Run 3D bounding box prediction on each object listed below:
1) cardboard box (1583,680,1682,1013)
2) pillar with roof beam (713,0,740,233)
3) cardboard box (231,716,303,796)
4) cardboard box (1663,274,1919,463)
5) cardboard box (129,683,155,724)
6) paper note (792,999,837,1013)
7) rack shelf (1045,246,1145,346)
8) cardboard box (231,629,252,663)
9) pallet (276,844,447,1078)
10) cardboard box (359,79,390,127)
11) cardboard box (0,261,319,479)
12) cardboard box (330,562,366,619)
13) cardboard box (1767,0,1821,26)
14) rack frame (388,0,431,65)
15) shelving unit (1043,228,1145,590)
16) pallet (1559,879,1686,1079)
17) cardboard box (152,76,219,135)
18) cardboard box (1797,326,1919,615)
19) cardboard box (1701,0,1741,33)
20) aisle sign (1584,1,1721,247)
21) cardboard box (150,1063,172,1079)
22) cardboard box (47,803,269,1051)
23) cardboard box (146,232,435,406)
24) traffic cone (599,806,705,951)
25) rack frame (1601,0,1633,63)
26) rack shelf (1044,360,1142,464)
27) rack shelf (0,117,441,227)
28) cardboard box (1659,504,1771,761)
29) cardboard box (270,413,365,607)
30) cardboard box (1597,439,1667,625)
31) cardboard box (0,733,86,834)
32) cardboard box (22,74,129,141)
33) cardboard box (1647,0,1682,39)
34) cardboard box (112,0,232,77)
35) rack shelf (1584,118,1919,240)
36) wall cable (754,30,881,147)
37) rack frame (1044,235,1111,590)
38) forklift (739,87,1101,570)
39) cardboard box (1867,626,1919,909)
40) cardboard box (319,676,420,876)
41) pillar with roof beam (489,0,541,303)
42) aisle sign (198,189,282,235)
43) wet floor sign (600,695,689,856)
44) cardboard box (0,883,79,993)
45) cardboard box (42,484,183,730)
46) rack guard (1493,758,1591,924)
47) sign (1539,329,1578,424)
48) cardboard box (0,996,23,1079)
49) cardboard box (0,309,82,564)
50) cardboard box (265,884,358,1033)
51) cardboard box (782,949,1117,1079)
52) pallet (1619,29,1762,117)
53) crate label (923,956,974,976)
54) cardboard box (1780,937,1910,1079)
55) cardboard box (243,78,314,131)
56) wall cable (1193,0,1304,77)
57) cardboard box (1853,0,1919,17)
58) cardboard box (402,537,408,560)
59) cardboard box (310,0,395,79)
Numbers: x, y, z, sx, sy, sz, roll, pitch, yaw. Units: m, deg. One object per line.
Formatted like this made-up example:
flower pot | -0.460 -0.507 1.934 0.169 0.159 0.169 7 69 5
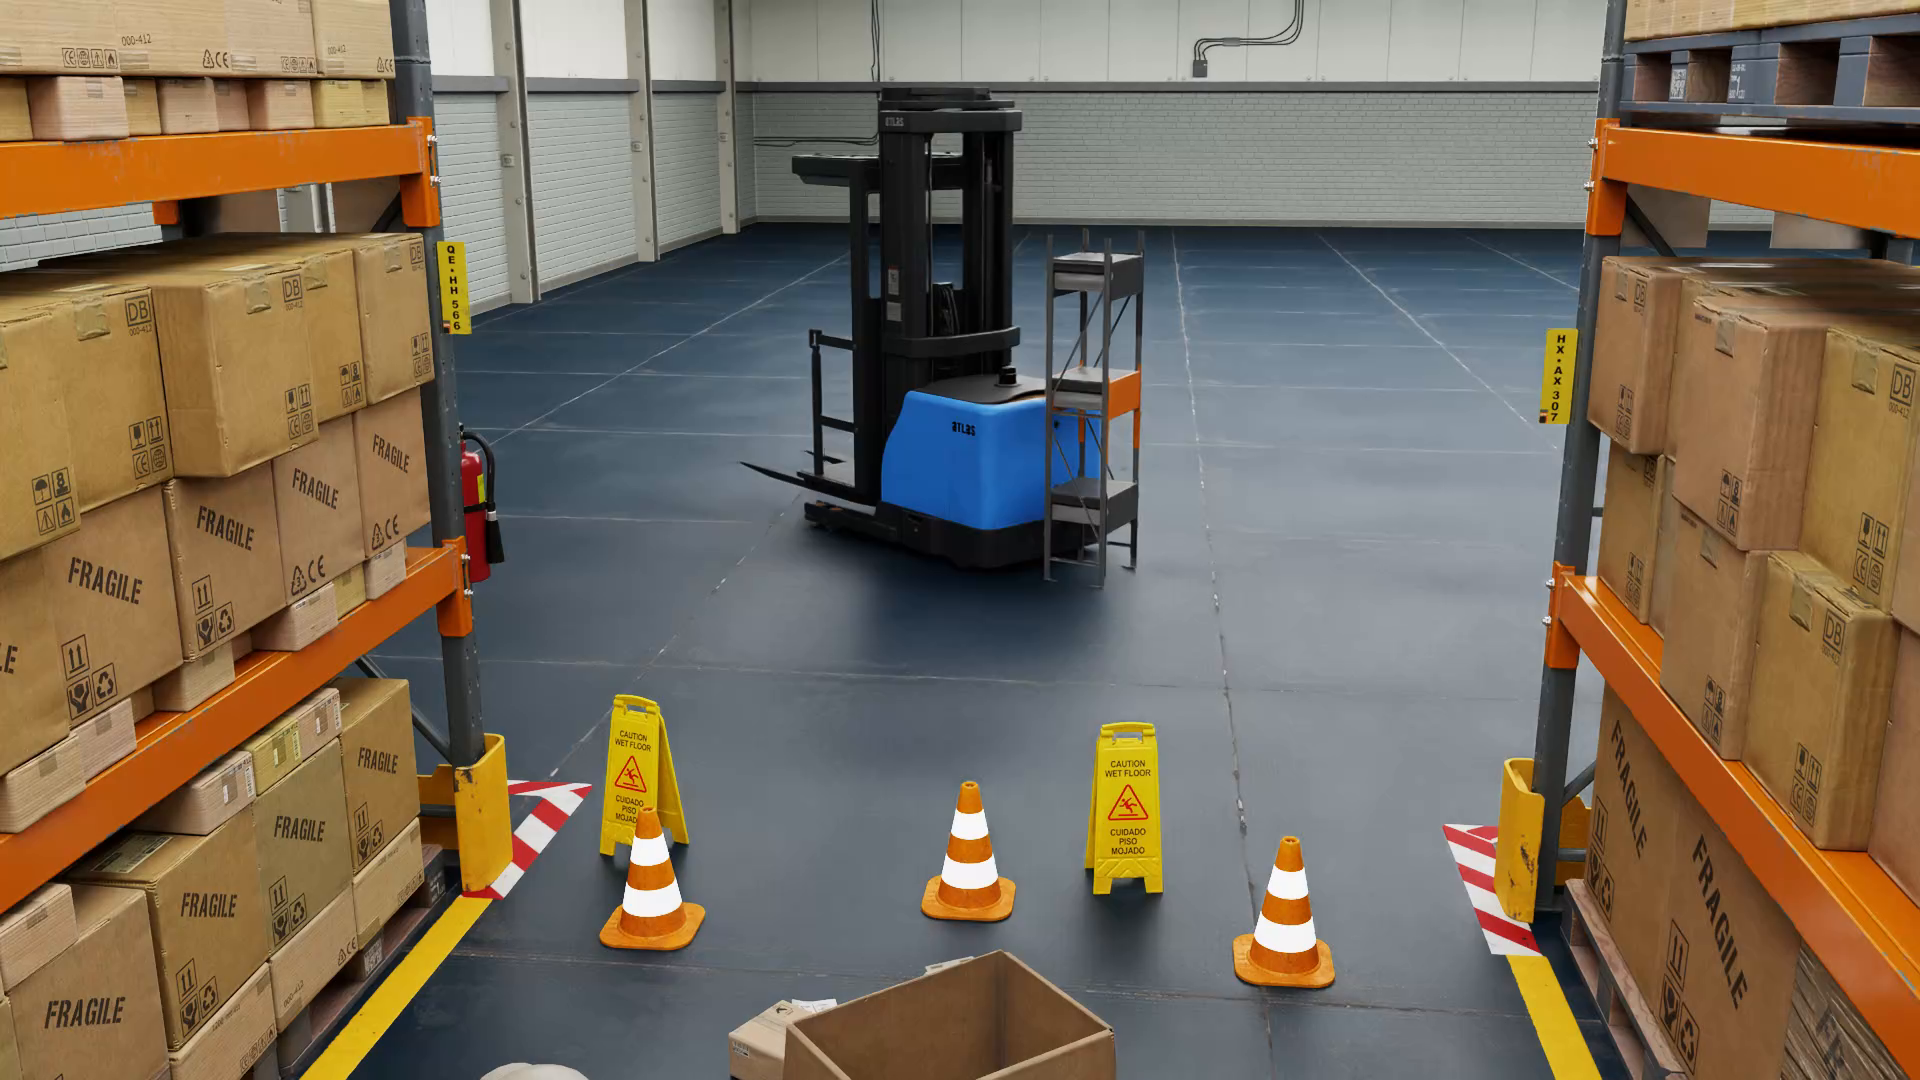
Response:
cardboard box | 2.578 0.918 5.286 0.875 0.875 0.875 2 15 7
pillar with roof beam | -0.585 -10.743 33.654 9.100 9.000 0.400 2 15 6
cardboard box | -2.178 0.625 4.888 0.380 0.149 0.250 2 15 7
cardboard box | 2.538 -0.436 4.671 0.875 0.550 0.550 2 15 6
cardboard box | -2.362 0.418 4.350 0.380 0.149 0.250 2 15 6
paper note | -0.470 1.535 5.427 0.148 0.019 0.142 -4 16 -13
rack shelf | 0.805 -1.457 9.887 0.431 0.518 0.480 8 18 28
cardboard box | -2.307 0.287 4.835 0.380 0.149 0.250 2 15 7
pallet | -2.476 1.373 5.679 1.003 0.211 1.213 2 15 6
cardboard box | -2.103 -1.428 5.432 0.380 0.149 0.250 2 15 7
cardboard box | -2.202 -0.471 4.482 0.700 0.500 0.500 2 15 6
cardboard box | -2.139 0.157 5.316 0.380 0.149 0.250 1 15 5
cardboard box | 2.089 -1.254 3.790 0.380 0.149 0.250 2 15 6
rack frame | -2.341 -3.098 5.380 1.000 3.000 0.127 2 15 6
shelving unit | 0.809 -0.796 10.073 0.431 2.100 0.503 8 18 28
pallet | 2.576 1.473 5.310 1.003 0.211 1.213 2 15 6
cardboard box | -2.238 -1.165 4.459 0.380 0.149 0.250 2 15 6
cardboard box | 2.409 -0.153 3.627 0.875 0.550 0.500 2 15 6
cardboard box | 2.147 -1.384 4.273 0.380 0.149 0.250 2 15 7
aisle sign | 2.299 -1.365 5.483 0.394 0.787 0.004 2 15 6
cardboard box | -2.351 1.538 4.190 0.500 0.250 0.500 1 15 6
cardboard box | -2.292 1.042 4.589 0.500 0.500 0.500 1 15 5
cardboard box | -2.182 -0.738 5.467 0.700 0.500 0.500 1 15 5
traffic cone | -1.108 1.172 5.942 0.336 0.463 0.334 2 15 6
rack frame | 2.589 -2.979 4.938 1.000 3.000 0.127 2 15 6
rack shelf | 0.809 -0.783 10.077 0.431 0.518 0.480 8 18 28
rack shelf | -2.567 -0.784 3.947 1.077 0.370 4.000 2 15 6
cardboard box | 2.364 0.227 4.287 0.875 0.550 0.550 2 15 6
cardboard box | -2.189 -0.115 5.081 0.500 0.500 0.500 2 15 6
cardboard box | 2.592 -0.057 5.341 0.875 0.550 0.550 2 15 6
cardboard box | -2.284 0.553 3.853 0.380 0.149 0.250 2 15 7
cardboard box | -2.232 -1.029 3.954 0.380 0.149 0.250 2 15 6
cardboard box | 2.204 -1.515 4.756 0.380 0.149 0.250 2 15 7
cardboard box | -2.243 -1.316 4.252 0.500 0.250 0.500 2 15 8
rack shelf | 2.363 -0.665 3.505 1.077 0.370 4.000 2 15 6
wall cable | -3.216 -10.096 37.210 3.097 2.526 0.112 2 15 6
rack frame | 0.690 -0.738 9.868 0.400 2.100 0.015 8 18 28
forklift | -0.423 -1.550 11.278 1.130 2.935 3.031 -13 20 -39
cardboard box | 2.385 0.506 3.255 0.875 0.550 0.550 2 15 6
cardboard box | -2.172 0.776 5.573 0.500 0.500 0.500 2 15 7
pillar with roof beam | -1.939 -7.631 22.144 9.100 9.000 0.400 2 15 6
aisle sign | -2.642 -1.482 5.917 0.394 0.787 0.004 2 15 6
wet floor sign | -1.256 0.917 6.536 0.267 0.644 0.232 7 17 25
cardboard box | -2.300 0.906 3.850 0.380 0.149 0.250 3 15 9
cardboard box | -2.325 0.145 4.118 0.500 0.500 0.500 2 15 7
rack guard | 2.592 1.118 6.071 1.175 0.500 0.348 2 15 6
sign | 2.038 -0.557 5.664 0.100 0.325 0.005 2 15 6
cardboard box | -2.409 1.314 3.584 0.500 0.500 0.500 2 15 9
cardboard box | -2.364 -0.208 3.509 0.700 0.500 0.500 1 15 5
cardboard box | -2.231 1.274 5.167 0.500 0.250 0.500 2 15 6
cardboard box | -0.024 1.533 4.529 0.797 0.503 0.637 -10 18 -32
pallet | 2.516 -1.295 4.629 1.003 0.211 1.213 2 15 6
crate label | 0.007 1.479 5.429 0.250 0.136 0.298 -6 16 -23
cardboard box | 2.376 1.383 3.568 0.875 0.875 0.875 2 15 7
cardboard box | -2.163 -1.295 4.939 0.380 0.149 0.250 2 15 8
wall cable | 6.215 -12.953 35.311 2.305 6.003 0.169 2 15 6
cardboard box | 2.032 -1.123 3.306 0.380 0.149 0.250 2 15 6
cardboard box | -2.171 0.022 5.814 0.380 0.149 0.250 2 15 8
cardboard box | -2.131 -1.581 5.232 0.500 0.250 0.500 2 15 6
